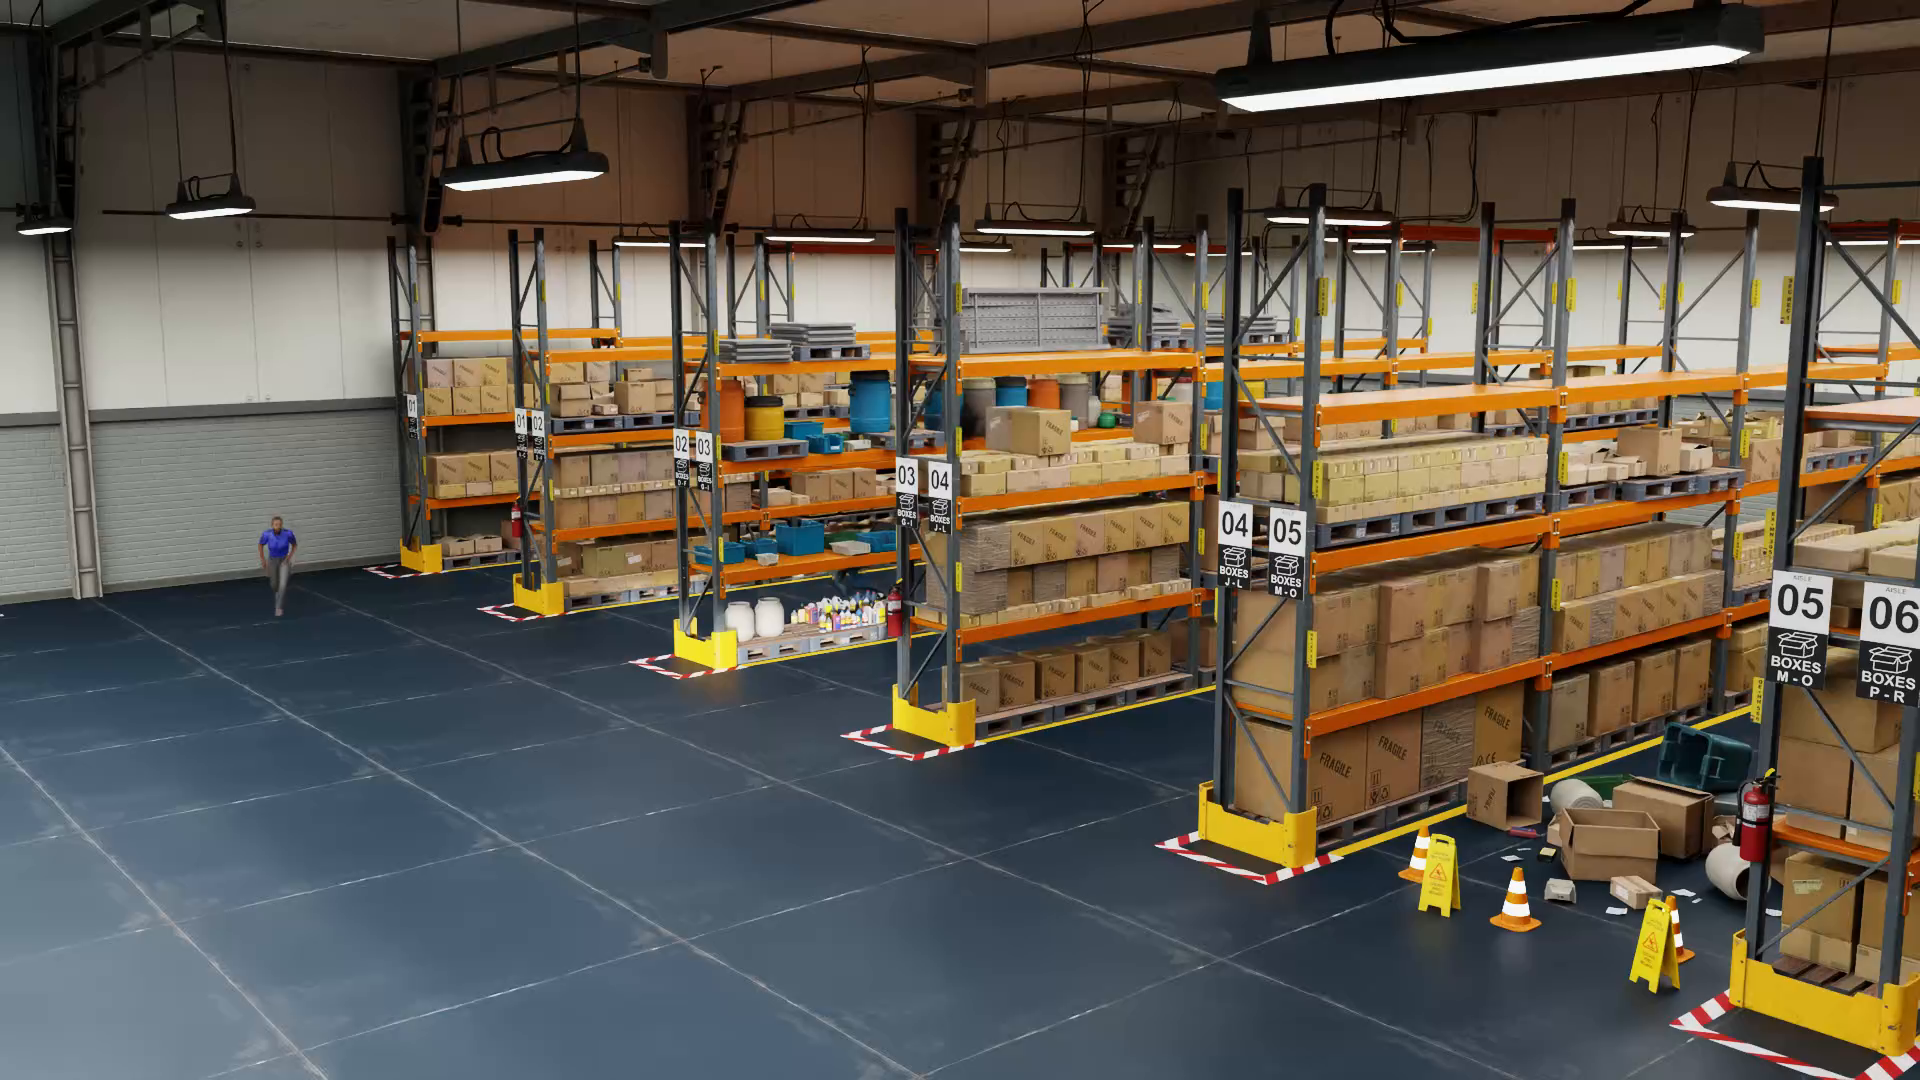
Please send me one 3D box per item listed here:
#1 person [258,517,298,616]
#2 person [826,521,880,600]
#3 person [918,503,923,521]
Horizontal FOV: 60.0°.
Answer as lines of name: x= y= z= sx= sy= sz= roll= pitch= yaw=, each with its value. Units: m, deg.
person: x=-10.732 y=0.392 z=26.217 sx=0.576 sy=1.597 sz=0.763 roll=-4 pitch=10 yaw=-24
person: x=-1.688 y=0.419 z=26.453 sx=0.922 sy=1.490 sz=0.534 roll=-4 pitch=9 yaw=-22
person: x=-0.980 y=-0.954 z=34.172 sx=0.688 sy=1.792 sz=0.765 roll=7 pitch=11 yaw=37
